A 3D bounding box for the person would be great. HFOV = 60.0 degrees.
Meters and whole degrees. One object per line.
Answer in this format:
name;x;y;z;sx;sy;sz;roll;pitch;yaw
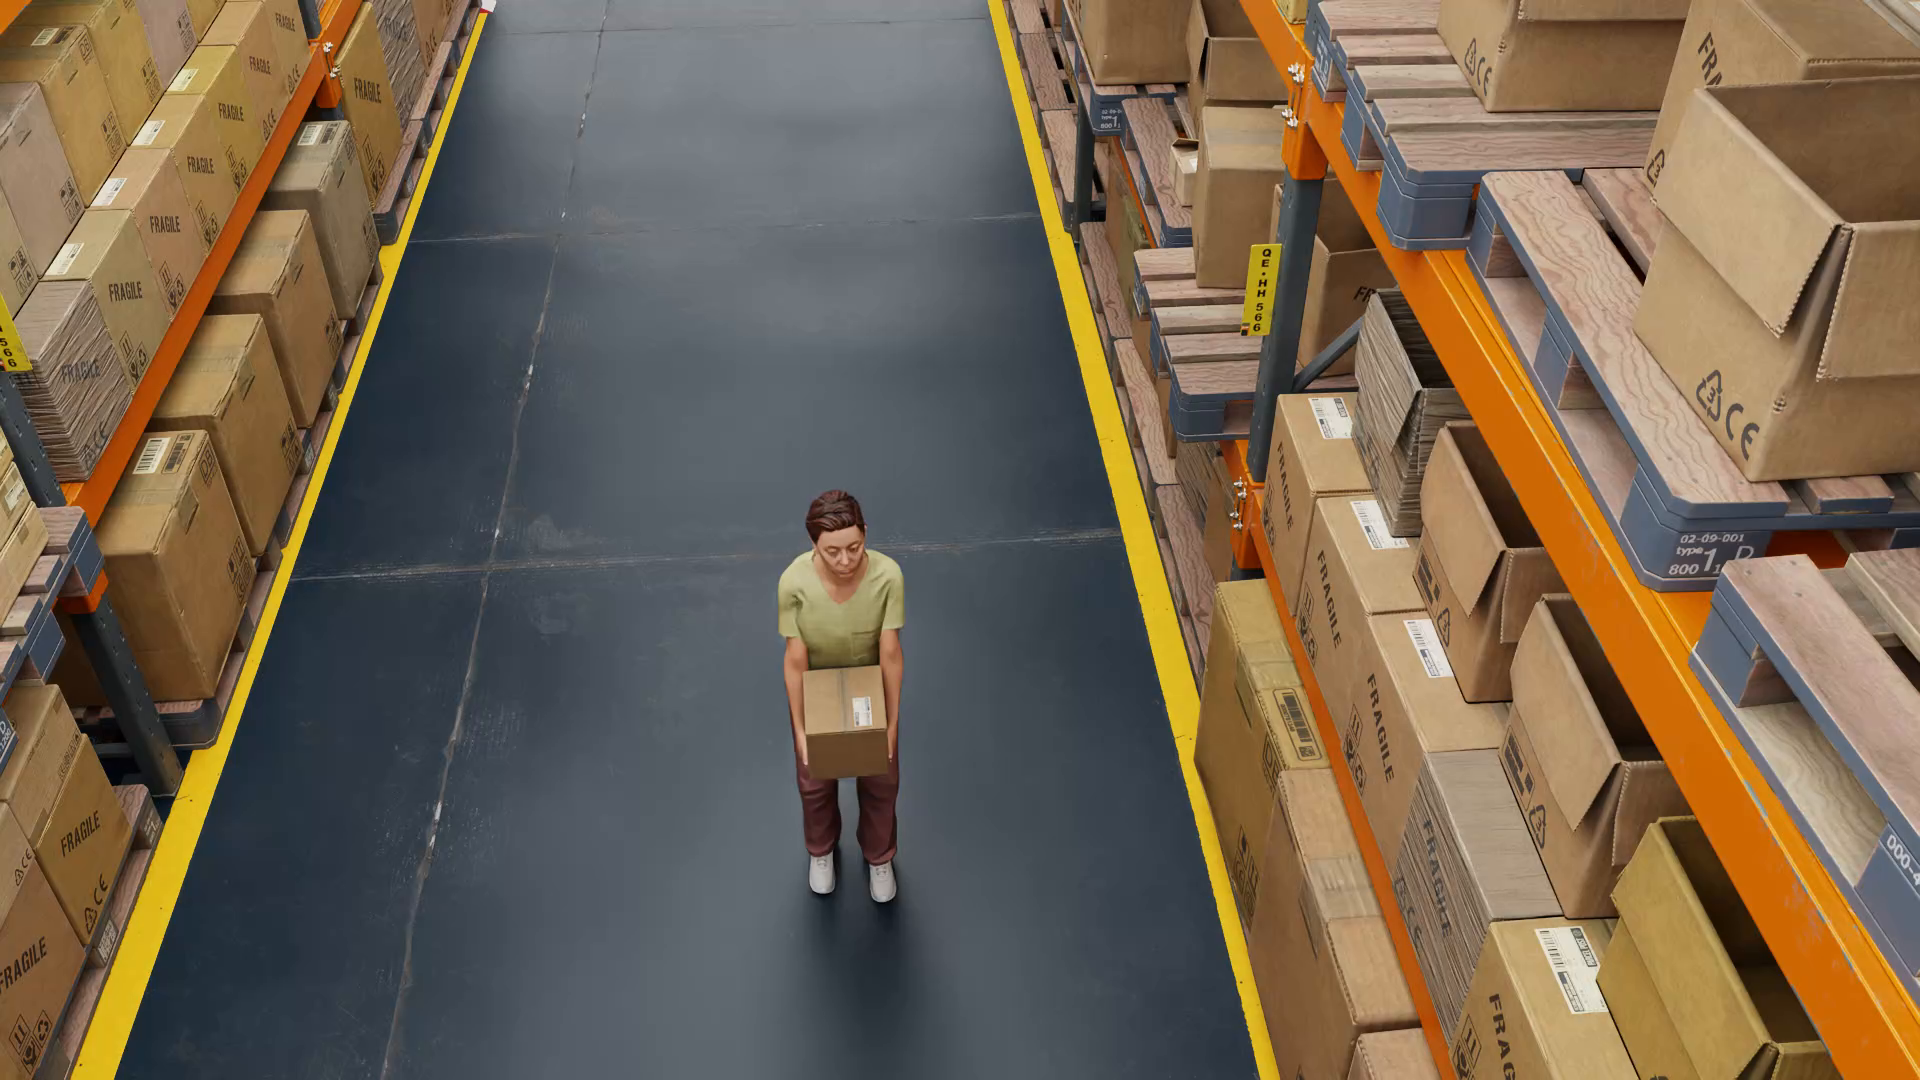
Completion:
person;-0.370;0.571;5.467;0.407;1.668;0.504;-4;39;-5
